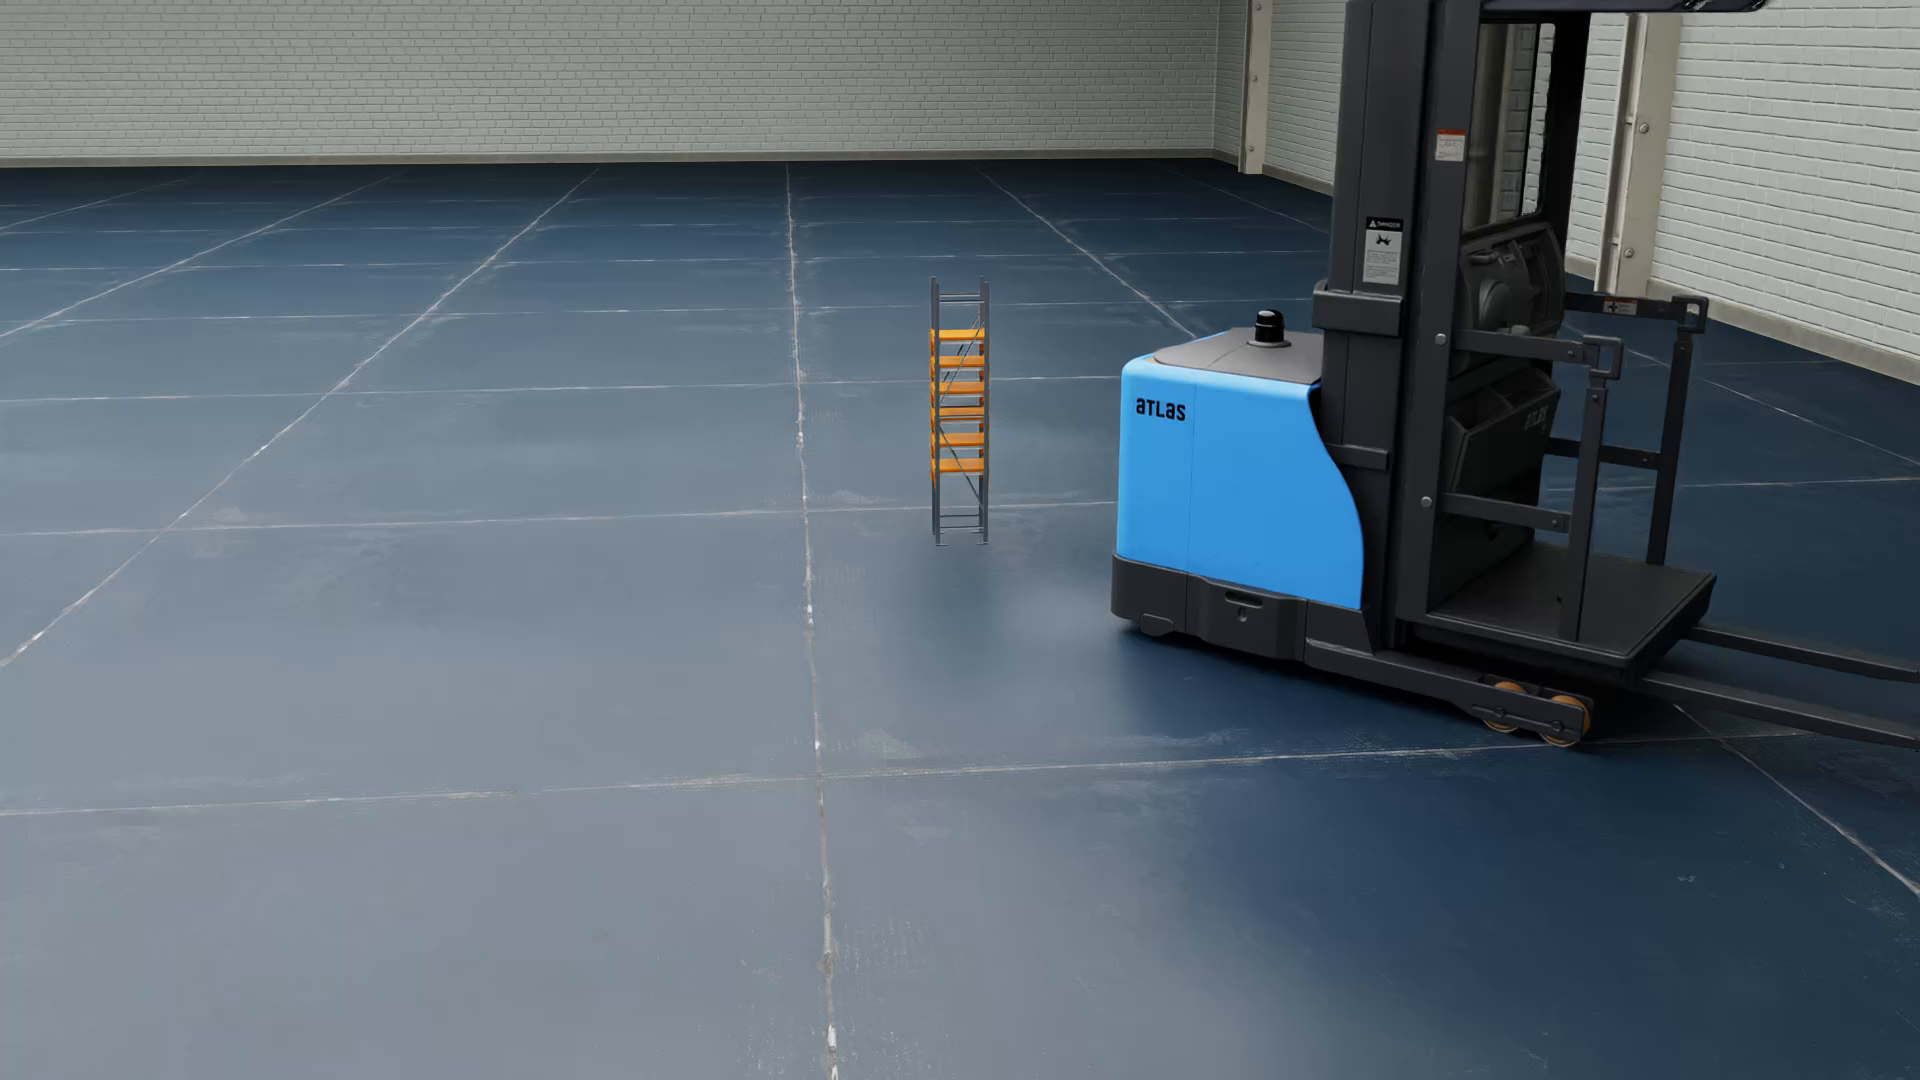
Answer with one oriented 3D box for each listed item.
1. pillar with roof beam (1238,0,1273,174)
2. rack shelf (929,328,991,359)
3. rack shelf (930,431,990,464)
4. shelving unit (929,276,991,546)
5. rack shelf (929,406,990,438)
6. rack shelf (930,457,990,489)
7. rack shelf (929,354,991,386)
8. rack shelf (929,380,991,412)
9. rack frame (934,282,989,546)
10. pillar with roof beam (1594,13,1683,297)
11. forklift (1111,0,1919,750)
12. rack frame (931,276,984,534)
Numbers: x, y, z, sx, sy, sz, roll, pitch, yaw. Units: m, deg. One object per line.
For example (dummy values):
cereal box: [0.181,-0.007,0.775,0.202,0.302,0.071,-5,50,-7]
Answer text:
pillar with roof beam: [0.252,-9.885,24.139,9.100,9.000,0.400,-2,18,-6]
rack shelf: [-0.002,-0.878,7.417,0.258,0.103,0.180,-2,18,-6]
rack shelf: [-0.001,-0.420,7.560,0.258,0.103,0.180,-2,18,-6]
shelving unit: [-0.001,-0.577,7.511,0.258,1.200,0.189,-2,18,-6]
rack shelf: [-0.001,-0.534,7.524,0.258,0.103,0.180,-2,18,-6]
rack shelf: [-0.001,-0.305,7.596,0.258,0.103,0.180,-2,18,-6]
rack shelf: [-0.002,-0.763,7.453,0.258,0.103,0.180,-2,18,-6]
rack shelf: [-0.001,-0.649,7.488,0.258,0.103,0.180,-2,18,-6]
rack frame: [0.008,-0.550,7.424,0.240,1.200,0.006,-2,18,-6]
pillar with roof beam: [1.489,-6.310,12.751,9.100,9.000,0.400,-2,18,-6]
forklift: [2.075,-0.894,5.631,3.031,2.935,1.130,13,22,35]
rack frame: [-0.011,-0.604,7.598,0.240,1.200,0.006,-2,18,-6]
